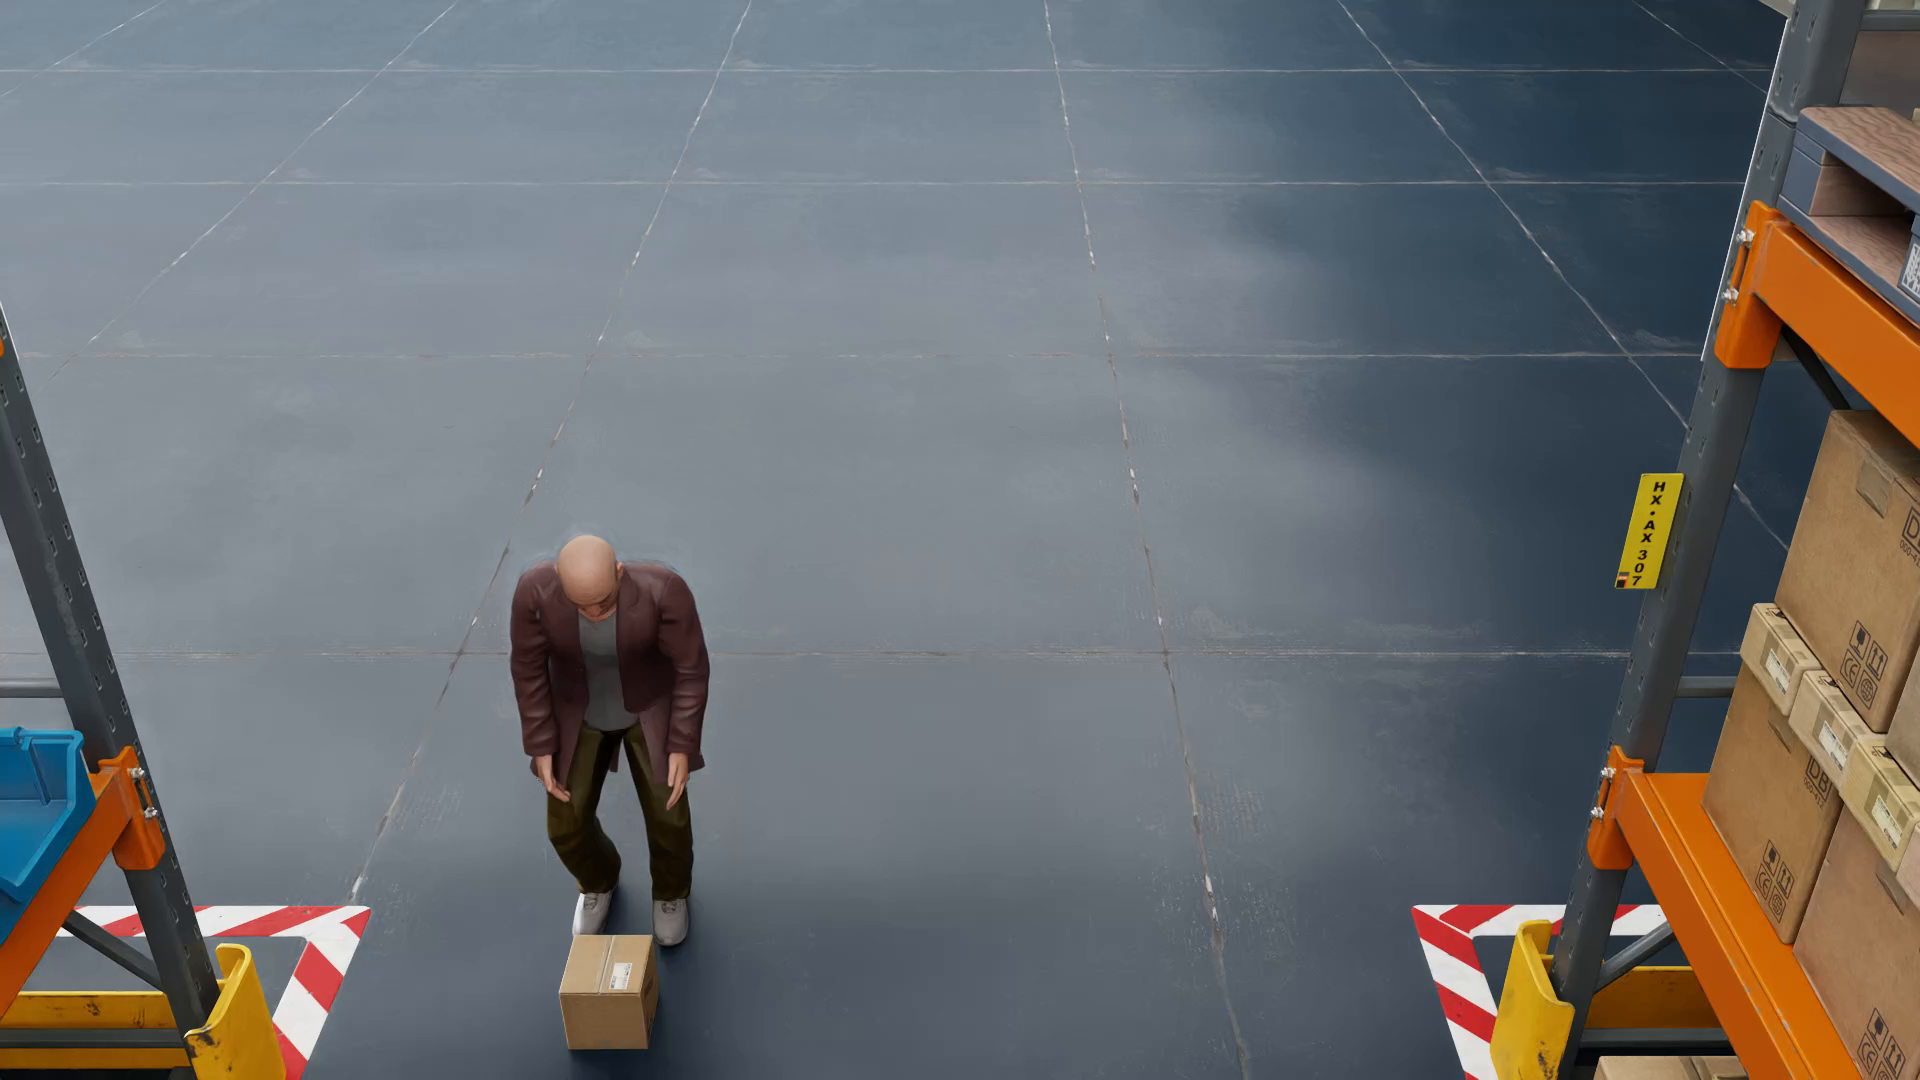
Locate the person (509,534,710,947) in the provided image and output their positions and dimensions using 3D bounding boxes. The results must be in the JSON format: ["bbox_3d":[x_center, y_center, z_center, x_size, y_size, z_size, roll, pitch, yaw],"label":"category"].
[{"bbox_3d":[-1.087,0.661,5.374,0.620,1.456,0.564,0,31,0],"label":"person"}]
